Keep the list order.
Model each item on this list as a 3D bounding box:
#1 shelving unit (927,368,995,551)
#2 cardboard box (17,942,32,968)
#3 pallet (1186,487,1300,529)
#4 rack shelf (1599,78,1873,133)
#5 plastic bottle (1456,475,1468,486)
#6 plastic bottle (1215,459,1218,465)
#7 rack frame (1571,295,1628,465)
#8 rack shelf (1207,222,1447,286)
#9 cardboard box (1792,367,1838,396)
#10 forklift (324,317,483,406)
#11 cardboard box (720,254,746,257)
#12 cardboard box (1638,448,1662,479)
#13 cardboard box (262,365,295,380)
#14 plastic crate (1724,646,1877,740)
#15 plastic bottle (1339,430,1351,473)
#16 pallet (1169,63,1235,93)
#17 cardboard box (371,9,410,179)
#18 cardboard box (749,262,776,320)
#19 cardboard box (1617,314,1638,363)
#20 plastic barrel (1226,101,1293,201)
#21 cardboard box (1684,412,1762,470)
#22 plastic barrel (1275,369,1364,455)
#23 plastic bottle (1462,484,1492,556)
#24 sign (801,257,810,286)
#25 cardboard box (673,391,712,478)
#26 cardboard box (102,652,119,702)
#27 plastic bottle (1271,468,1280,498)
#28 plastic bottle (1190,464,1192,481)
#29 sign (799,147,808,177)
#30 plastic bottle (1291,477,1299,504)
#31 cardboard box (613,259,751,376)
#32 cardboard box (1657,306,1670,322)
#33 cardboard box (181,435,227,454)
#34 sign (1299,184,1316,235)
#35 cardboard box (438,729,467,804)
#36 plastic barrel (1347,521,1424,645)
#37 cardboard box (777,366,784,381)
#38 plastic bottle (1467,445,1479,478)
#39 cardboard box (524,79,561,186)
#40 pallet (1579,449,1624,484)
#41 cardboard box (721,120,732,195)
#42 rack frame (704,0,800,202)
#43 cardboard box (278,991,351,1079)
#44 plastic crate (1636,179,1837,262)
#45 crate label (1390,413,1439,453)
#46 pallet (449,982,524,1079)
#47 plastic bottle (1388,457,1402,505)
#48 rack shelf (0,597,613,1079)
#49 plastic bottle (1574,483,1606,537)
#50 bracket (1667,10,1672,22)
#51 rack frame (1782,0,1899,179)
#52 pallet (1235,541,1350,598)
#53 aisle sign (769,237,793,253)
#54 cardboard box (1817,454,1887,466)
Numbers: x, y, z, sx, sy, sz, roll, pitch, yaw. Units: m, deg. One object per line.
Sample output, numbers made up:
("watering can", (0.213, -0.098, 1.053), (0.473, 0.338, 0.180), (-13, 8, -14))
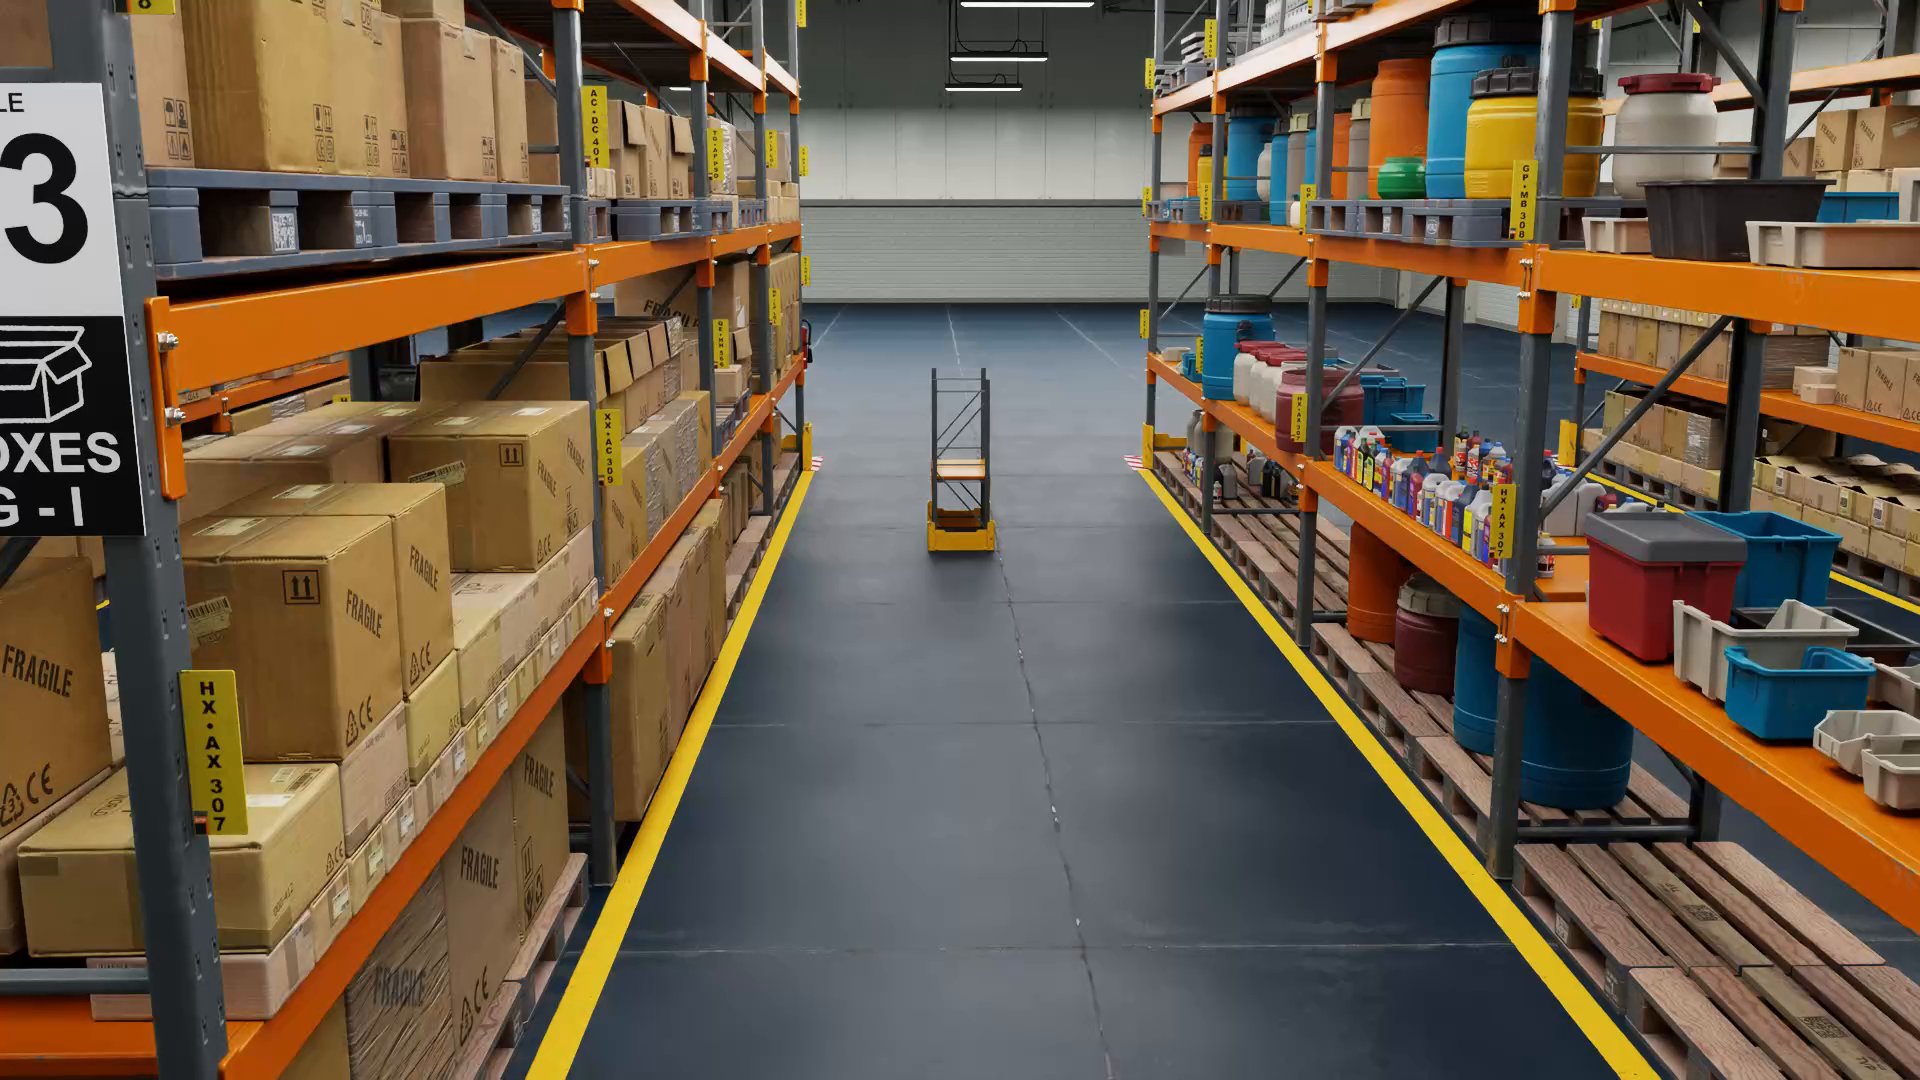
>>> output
("shelving unit", (-0.002, -0.750, 14.985), (0.587, 1.500, 1.083), (0, 11, -1))
("cardboard box", (-2.309, 0.870, 3.857), (0.380, 0.149, 0.250), (0, 11, -1))
("pallet", (2.767, -0.305, 16.029), (1.003, 0.211, 1.213), (0, 11, -1))
("rack shelf", (7.650, -4.346, 16.664), (1.077, 0.370, 4.000), (0, 11, -1))
("plastic bottle", (2.672, -0.211, 8.879), (0.097, 0.271, 0.097), (0, 11, 0))
("plastic bottle", (2.529, -0.657, 16.476), (0.061, 0.283, 0.133), (0, 11, -1))
("rack frame", (7.609, -2.352, 19.109), (1.000, 3.000, 0.127), (0, 11, -1))
("rack shelf", (2.780, -2.257, 12.907), (1.077, 0.370, 4.000), (0, 11, -1))
("cardboard box", (7.745, -1.386, 14.723), (0.500, 0.250, 0.500), (0, 11, 2))
("forklift", (-4.751, -1.296, 14.076), (1.130, 2.935, 3.031), (3, 12, 14))
("cardboard box", (-2.553, -2.787, 17.739), (0.500, 0.500, 0.500), (0, 11, -1))
("cardboard box", (7.427, -0.805, 17.341), (0.500, 0.250, 0.500), (0, 11, -1))
("cardboard box", (-7.121, -1.881, 16.408), (0.875, 0.550, 0.550), (0, 11, -1))
("plastic crate", (2.688, 0.493, 5.353), (0.416, 0.233, 0.300), (0, 11, -1))
("plastic bottle", (2.482, -0.569, 10.642), (0.097, 0.271, 0.097), (0, 11, 0))
("pallet", (2.666, -4.596, 16.561), (1.003, 0.211, 1.213), (0, 11, -1))
("cardboard box", (-2.096, -1.334, 4.987), (0.700, 0.500, 0.500), (0, 11, 1))
("cardboard box", (-1.968, -2.292, 15.300), (0.500, 0.500, 0.500), (0, 11, -1))
("cardboard box", (7.621, -2.204, 18.127), (0.700, 0.500, 0.500), (0, 11, 0))
("plastic barrel", (2.825, -3.657, 15.681), (0.600, 0.901, 0.708), (0, 11, -1))
("cardboard box", (7.465, -0.974, 16.287), (0.500, 0.500, 0.500), (0, 11, -1))
("plastic barrel", (2.509, -0.900, 11.609), (0.600, 0.536, 0.708), (0, 11, -1))
("plastic bottle", (2.558, -0.104, 8.153), (0.144, 0.351, 0.185), (0, 11, -1))
("sign", (-1.740, -3.033, 18.757), (0.100, 0.325, 0.005), (0, 11, -1))
("cardboard box", (-1.872, -0.674, 10.585), (0.500, 0.500, 0.500), (0, 11, 1))
("cardboard box", (-2.261, 0.499, 4.685), (0.500, 0.250, 0.500), (-1, 11, -3))
("plastic bottle", (3.030, -0.551, 15.954), (0.061, 0.283, 0.133), (0, 11, -1))
("plastic bottle", (2.393, -0.707, 16.933), (0.097, 0.201, 0.097), (0, 11, 0))
("sign", (-1.740, -4.214, 18.517), (0.100, 0.325, 0.005), (0, 11, -1))
("plastic bottle", (3.171, -0.481, 15.642), (0.097, 0.271, 0.097), (0, 11, 0))
("cardboard box", (-2.336, -1.858, 14.110), (1.000, 1.000, 1.000), (0, 11, -1))
("cardboard box", (7.432, -2.335, 17.140), (0.380, 0.149, 0.250), (0, 11, -1))
("cardboard box", (-7.071, -0.497, 14.567), (1.050, 0.750, 0.750), (0, 11, -1))
("sign", (2.272, -2.157, 10.868), (0.100, 0.325, 0.005), (0, 11, -1))
("cardboard box", (-1.671, 0.664, 4.874), (0.380, 0.149, 0.250), (0, 11, -2))
("plastic barrel", (2.849, 0.213, 10.869), (0.600, 0.830, 0.708), (0, 11, -1))
("cardboard box", (-1.920, -1.637, 16.215), (0.380, 0.149, 0.250), (0, 11, -1))
("plastic bottle", (3.245, -0.497, 10.466), (0.097, 0.201, 0.097), (0, 11, 0))
("cardboard box", (-2.070, -1.767, 7.372), (0.700, 0.500, 0.500), (0, 11, 0))
("pallet", (7.666, -0.834, 18.638), (1.003, 0.211, 1.213), (0, 11, -1))
("cardboard box", (-1.890, -2.681, 11.678), (0.500, 0.500, 0.500), (0, 11, -1))
("rack frame", (-2.296, -5.252, 18.316), (1.000, 3.000, 0.127), (0, 11, -1))
("cardboard box", (-2.058, 1.577, 4.030), (0.875, 0.875, 0.875), (0, 11, -1))
("plastic crate", (2.656, -1.105, 5.747), (0.497, 0.269, 0.590), (0, 11, -1))
("crate label", (3.188, -0.746, 11.611), (0.303, 0.233, 0.416), (0, 11, -1))
("pallet", (-2.082, 1.834, 5.486), (1.003, 0.211, 1.213), (0, 11, -1))
("plastic bottle", (2.506, -0.339, 9.510), (0.097, 0.271, 0.097), (0, 11, 0))
("rack shelf", (-2.006, 0.823, 5.266), (1.077, 0.370, 4.000), (0, 11, -1))
("plastic bottle", (3.257, -0.164, 8.635), (0.152, 0.276, 0.135), (0, 11, -1))
("bracket", (12.829, -9.408, 29.748), (0.235, 0.232, 0.430), (0, 11, -1))
("rack frame", (7.691, -4.497, 14.593), (1.000, 3.000, 0.127), (0, 11, -1))
("pallet", (2.822, 0.228, 13.403), (1.003, 0.211, 1.213), (0, 11, -1))
("aisle sign", (-1.997, -3.600, 18.720), (0.394, 0.787, 0.004), (0, 11, -1))
("cardboard box", (7.986, -0.611, 14.975), (0.500, 0.311, 0.500), (0, 11, -1))
